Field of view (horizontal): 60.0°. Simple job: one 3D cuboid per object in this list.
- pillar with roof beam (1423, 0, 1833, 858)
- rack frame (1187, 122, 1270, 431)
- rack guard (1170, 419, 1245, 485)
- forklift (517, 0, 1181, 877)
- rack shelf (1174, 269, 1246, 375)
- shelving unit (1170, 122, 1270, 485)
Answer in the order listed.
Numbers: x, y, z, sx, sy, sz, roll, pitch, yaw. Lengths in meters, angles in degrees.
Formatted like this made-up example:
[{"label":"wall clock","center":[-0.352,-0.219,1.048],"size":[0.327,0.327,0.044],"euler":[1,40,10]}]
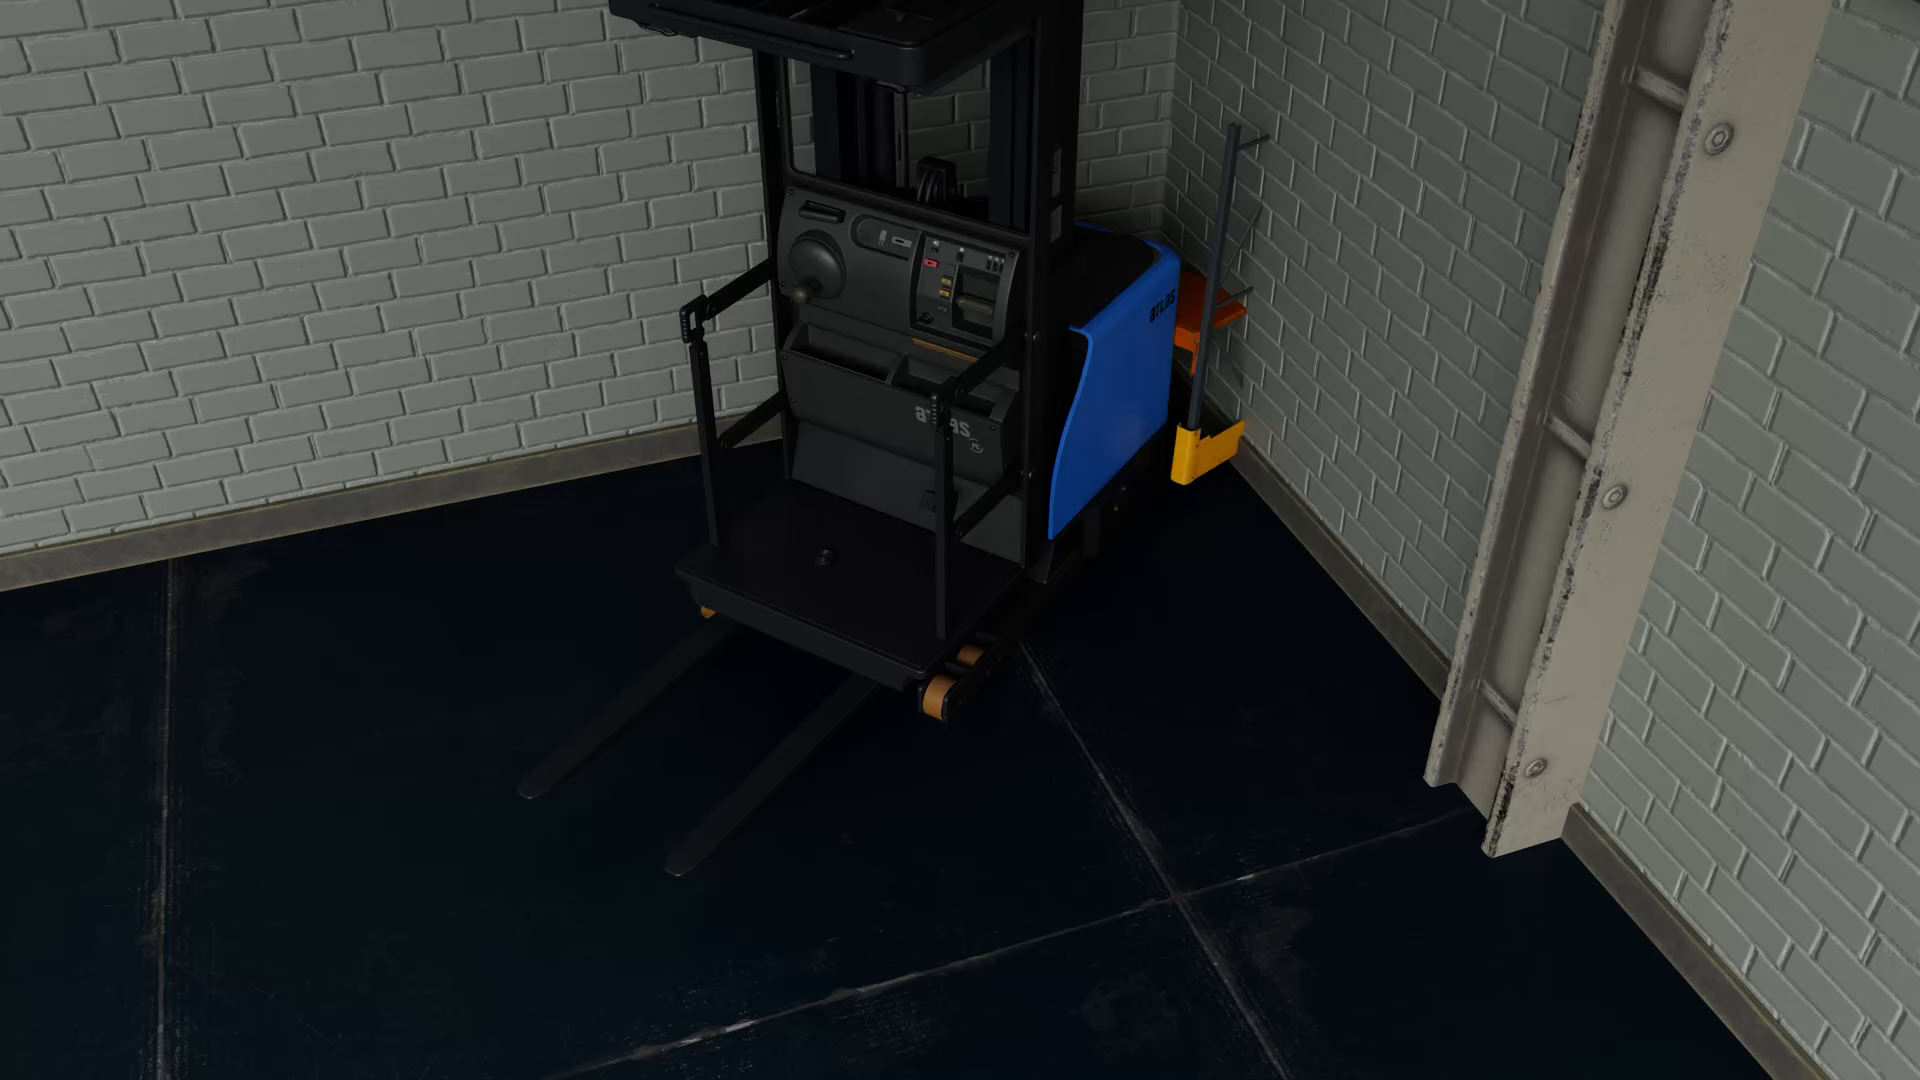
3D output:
[{"label":"pillar with roof beam","center":[-2.251,-1.817,1.682],"size":[9.100,9.000,0.400],"euler":[-12,39,-16]},{"label":"rack frame","center":[1.128,-0.982,6.679],"size":[0.032,1.500,0.500],"euler":[27,39,33]},{"label":"rack guard","center":[1.096,-0.453,7.010],"size":[0.087,0.250,0.587],"euler":[27,39,33]},{"label":"forklift","center":[-0.330,-0.853,5.447],"size":[1.130,2.935,3.031],"euler":[21,42,25]},{"label":"rack shelf","center":[0.739,-1.024,7.049],"size":[1.000,0.185,0.538],"euler":[27,39,33]},{"label":"shelving unit","center":[0.754,-1.173,6.949],"size":[1.083,1.500,0.587],"euler":[27,39,33]}]
